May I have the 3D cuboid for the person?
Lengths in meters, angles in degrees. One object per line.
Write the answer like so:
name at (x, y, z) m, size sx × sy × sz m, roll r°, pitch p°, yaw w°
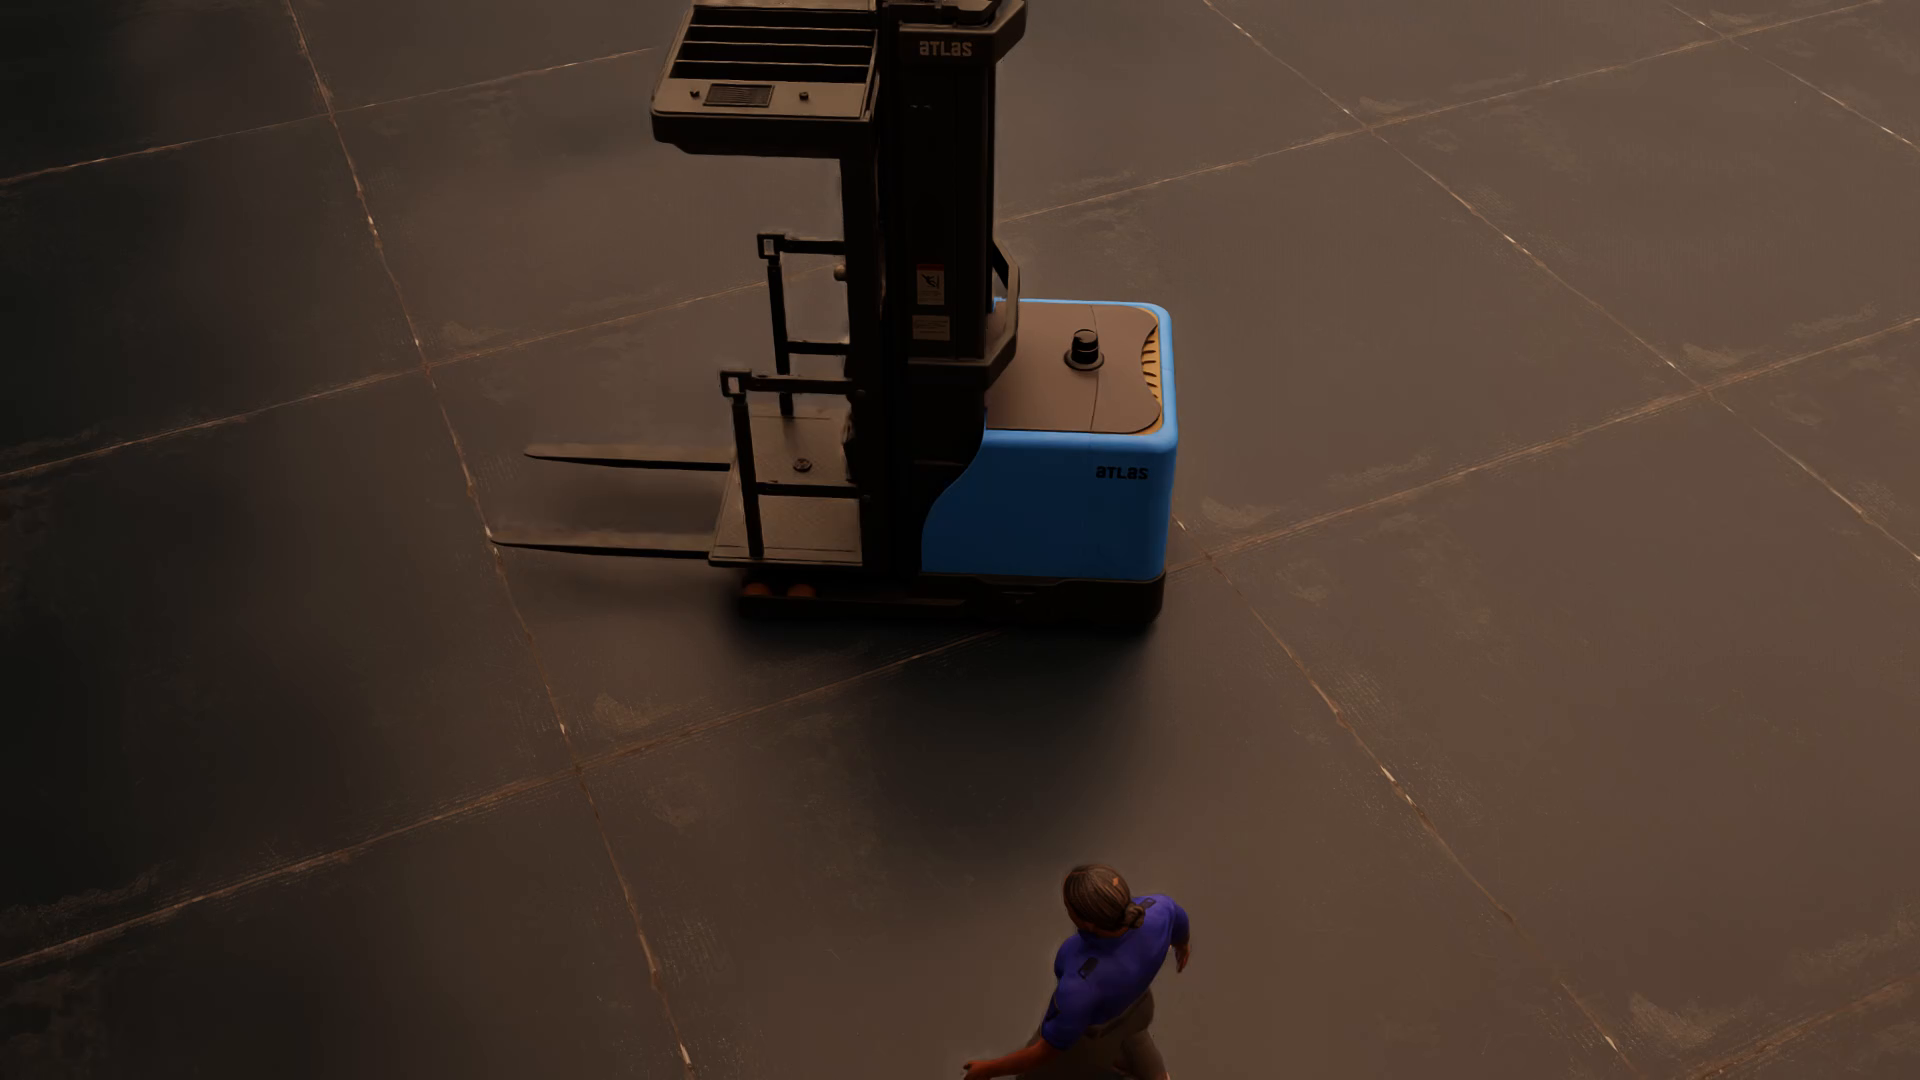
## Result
person at (0.413, 1.462, 5.146) m, size 0.850 × 1.556 × 0.581 m, roll -33°, pitch 52°, yaw -30°

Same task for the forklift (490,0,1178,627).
forklift at (-0.591, -1.072, 6.829) m, size 3.031 × 2.935 × 1.130 m, roll 2°, pitch 43°, yaw 2°
